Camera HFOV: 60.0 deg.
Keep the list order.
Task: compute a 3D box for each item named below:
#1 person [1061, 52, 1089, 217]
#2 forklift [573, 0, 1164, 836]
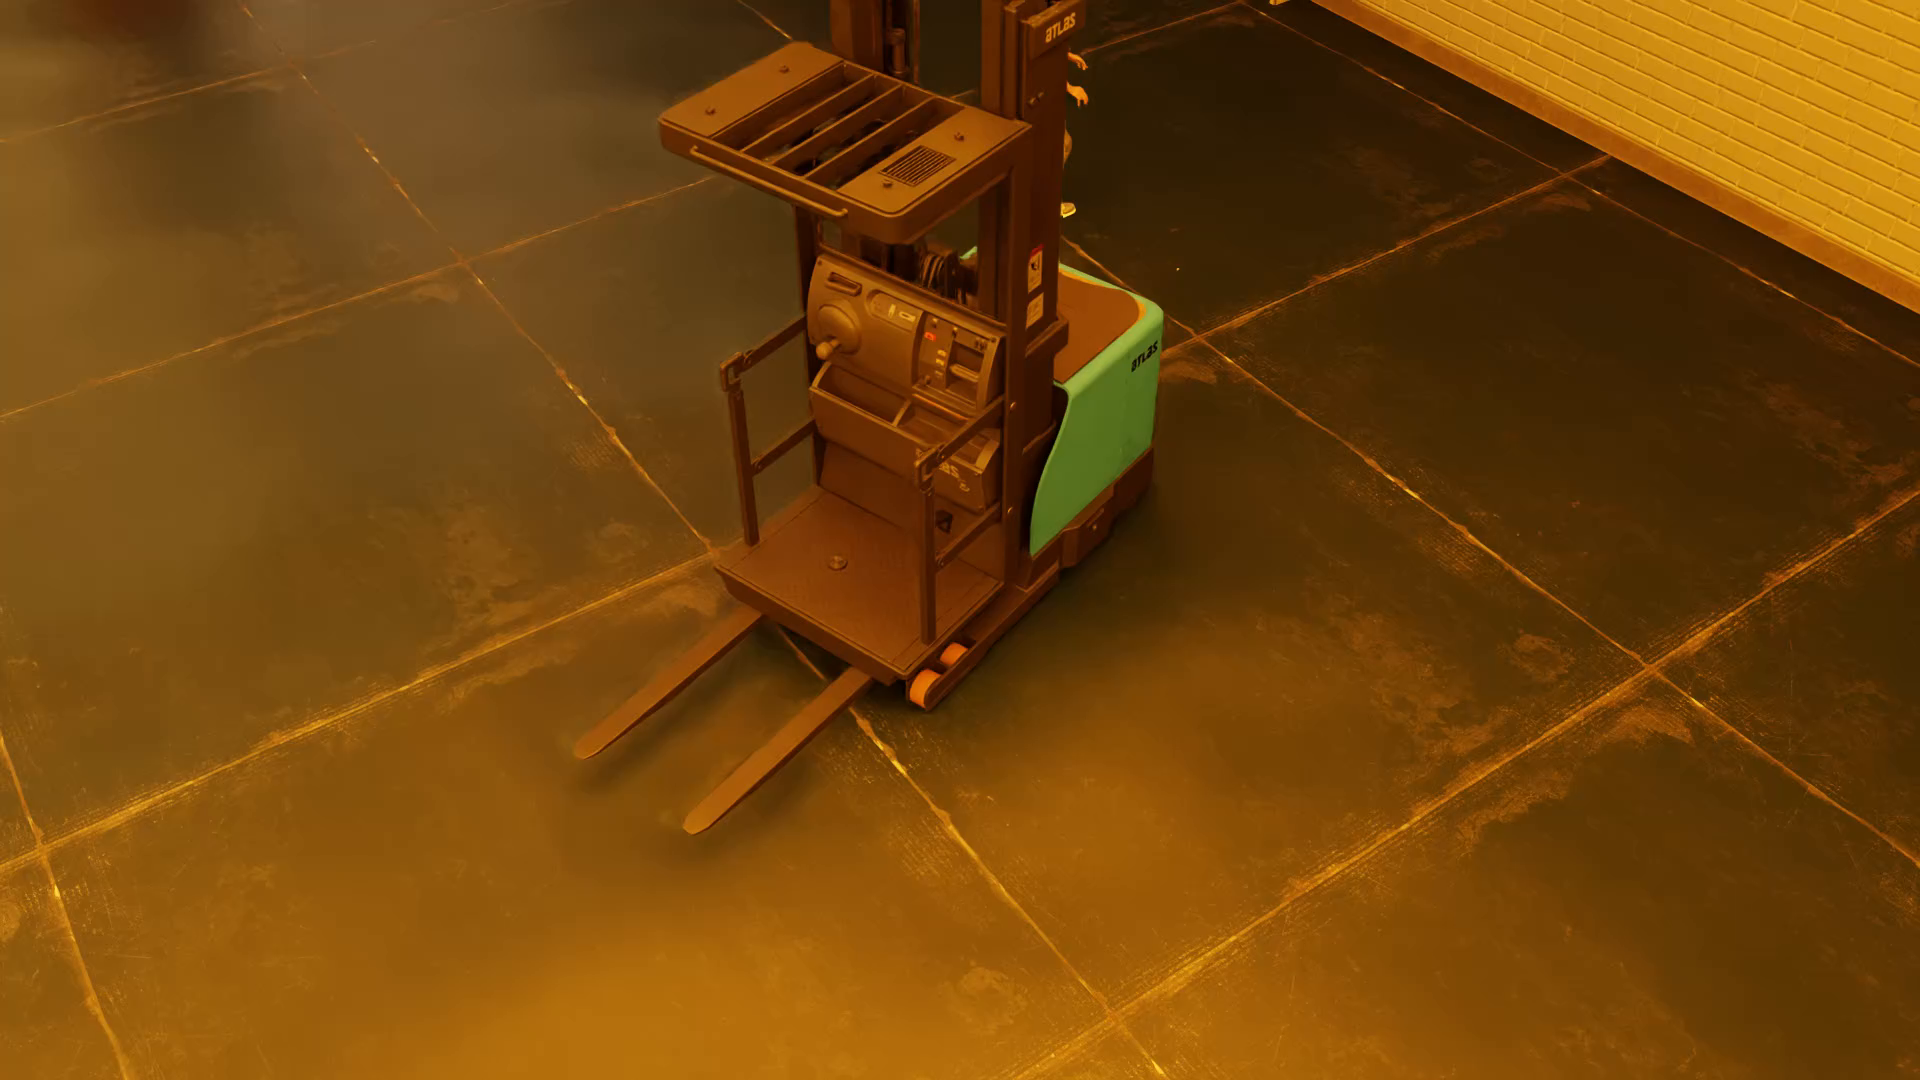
[{"bbox_3d":[0.508,-2.549,9.545,0.570,1.549,0.657,-8,43,-8],"label":"person"},{"bbox_3d":[-0.363,-0.741,6.520,1.130,2.935,3.031,27,49,27],"label":"forklift"}]
